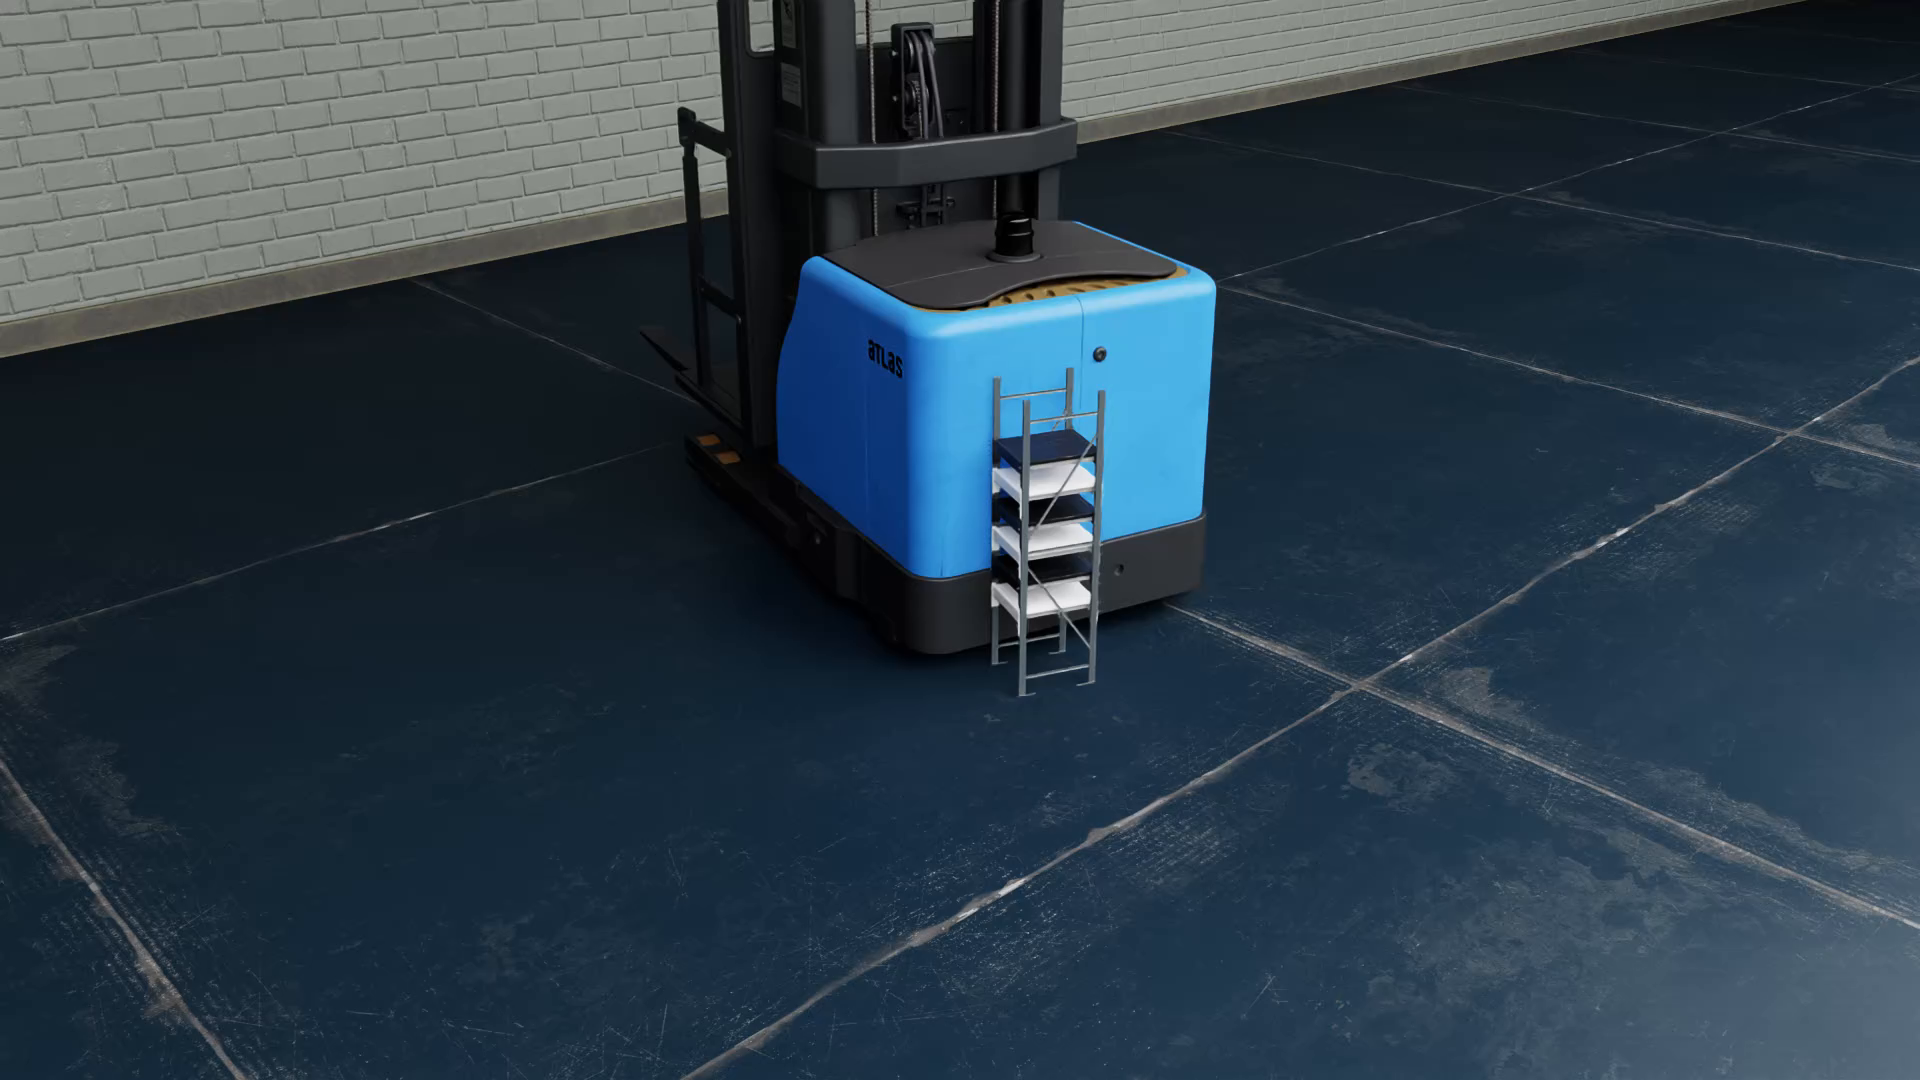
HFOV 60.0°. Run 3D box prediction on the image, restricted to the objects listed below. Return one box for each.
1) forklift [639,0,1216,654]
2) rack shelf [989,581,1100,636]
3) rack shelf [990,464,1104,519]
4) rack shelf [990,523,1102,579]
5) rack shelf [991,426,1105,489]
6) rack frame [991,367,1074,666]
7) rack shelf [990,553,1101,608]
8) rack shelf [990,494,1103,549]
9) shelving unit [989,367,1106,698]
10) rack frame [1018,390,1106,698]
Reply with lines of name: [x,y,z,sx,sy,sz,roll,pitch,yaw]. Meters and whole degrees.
forklift: [-0.377,-1.574,5.669,1.130,2.935,3.031,-13,27,-26]
rack shelf: [0.242,0.179,4.787,0.258,0.077,0.200,-9,26,-19]
rack shelf: [0.242,-0.148,4.638,0.258,0.077,0.200,-9,26,-19]
rack shelf: [0.242,0.015,4.712,0.258,0.077,0.200,-9,26,-19]
rack shelf: [0.242,-0.230,4.600,0.258,0.077,0.200,-9,26,-19]
rack frame: [0.205,-0.054,4.785,0.240,0.900,0.006,-9,26,-19]
rack shelf: [0.242,0.097,4.750,0.258,0.077,0.200,-9,26,-19]
rack shelf: [0.242,-0.066,4.675,0.258,0.077,0.200,-9,26,-19]
shelving unit: [0.242,-0.015,4.698,0.258,0.900,0.210,-9,26,-19]
rack frame: [0.279,0.024,4.612,0.240,0.900,0.006,-9,26,-19]
